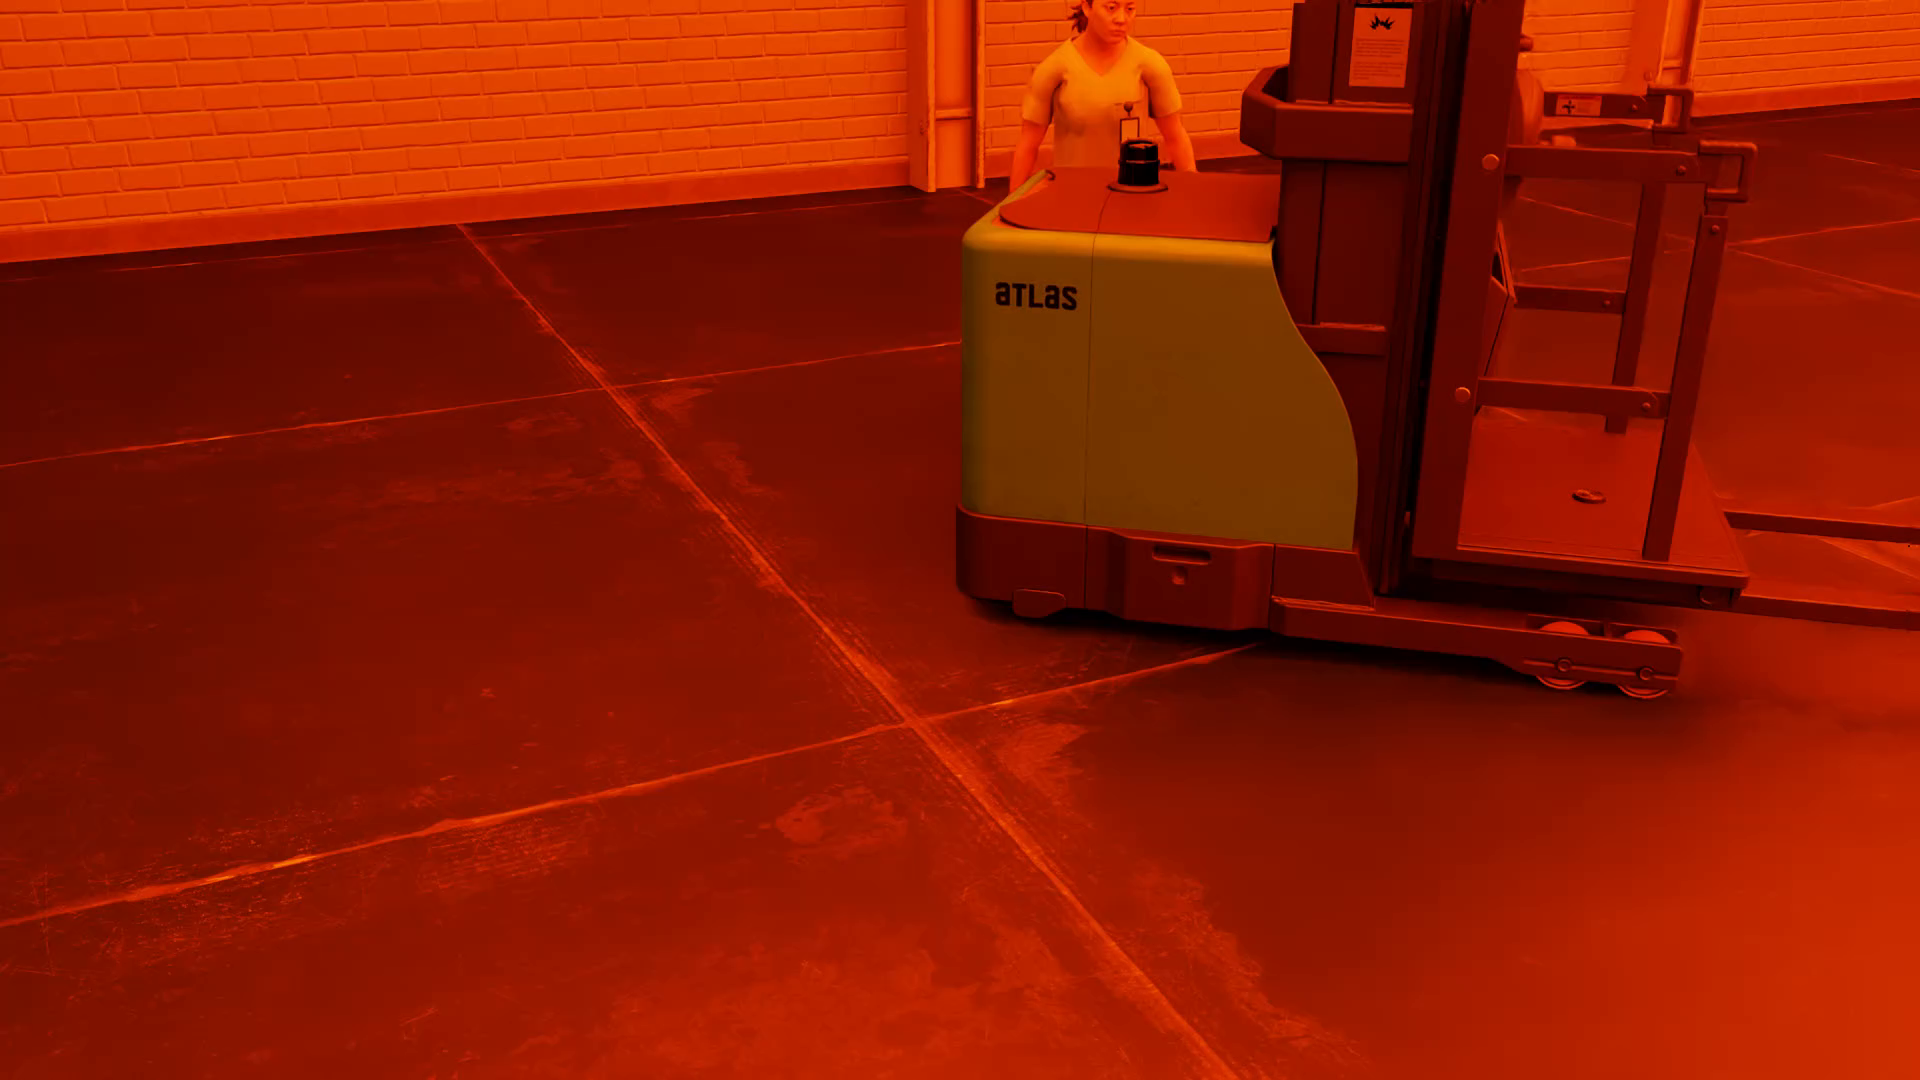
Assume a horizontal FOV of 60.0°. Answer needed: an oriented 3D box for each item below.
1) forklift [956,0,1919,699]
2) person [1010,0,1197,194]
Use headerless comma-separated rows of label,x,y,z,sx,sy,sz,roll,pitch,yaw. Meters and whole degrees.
forklift,1.565,-1.184,4.136,3.031,2.935,1.130,6,23,14
person,0.492,-1.072,5.540,0.678,1.651,0.394,-2,23,-4
